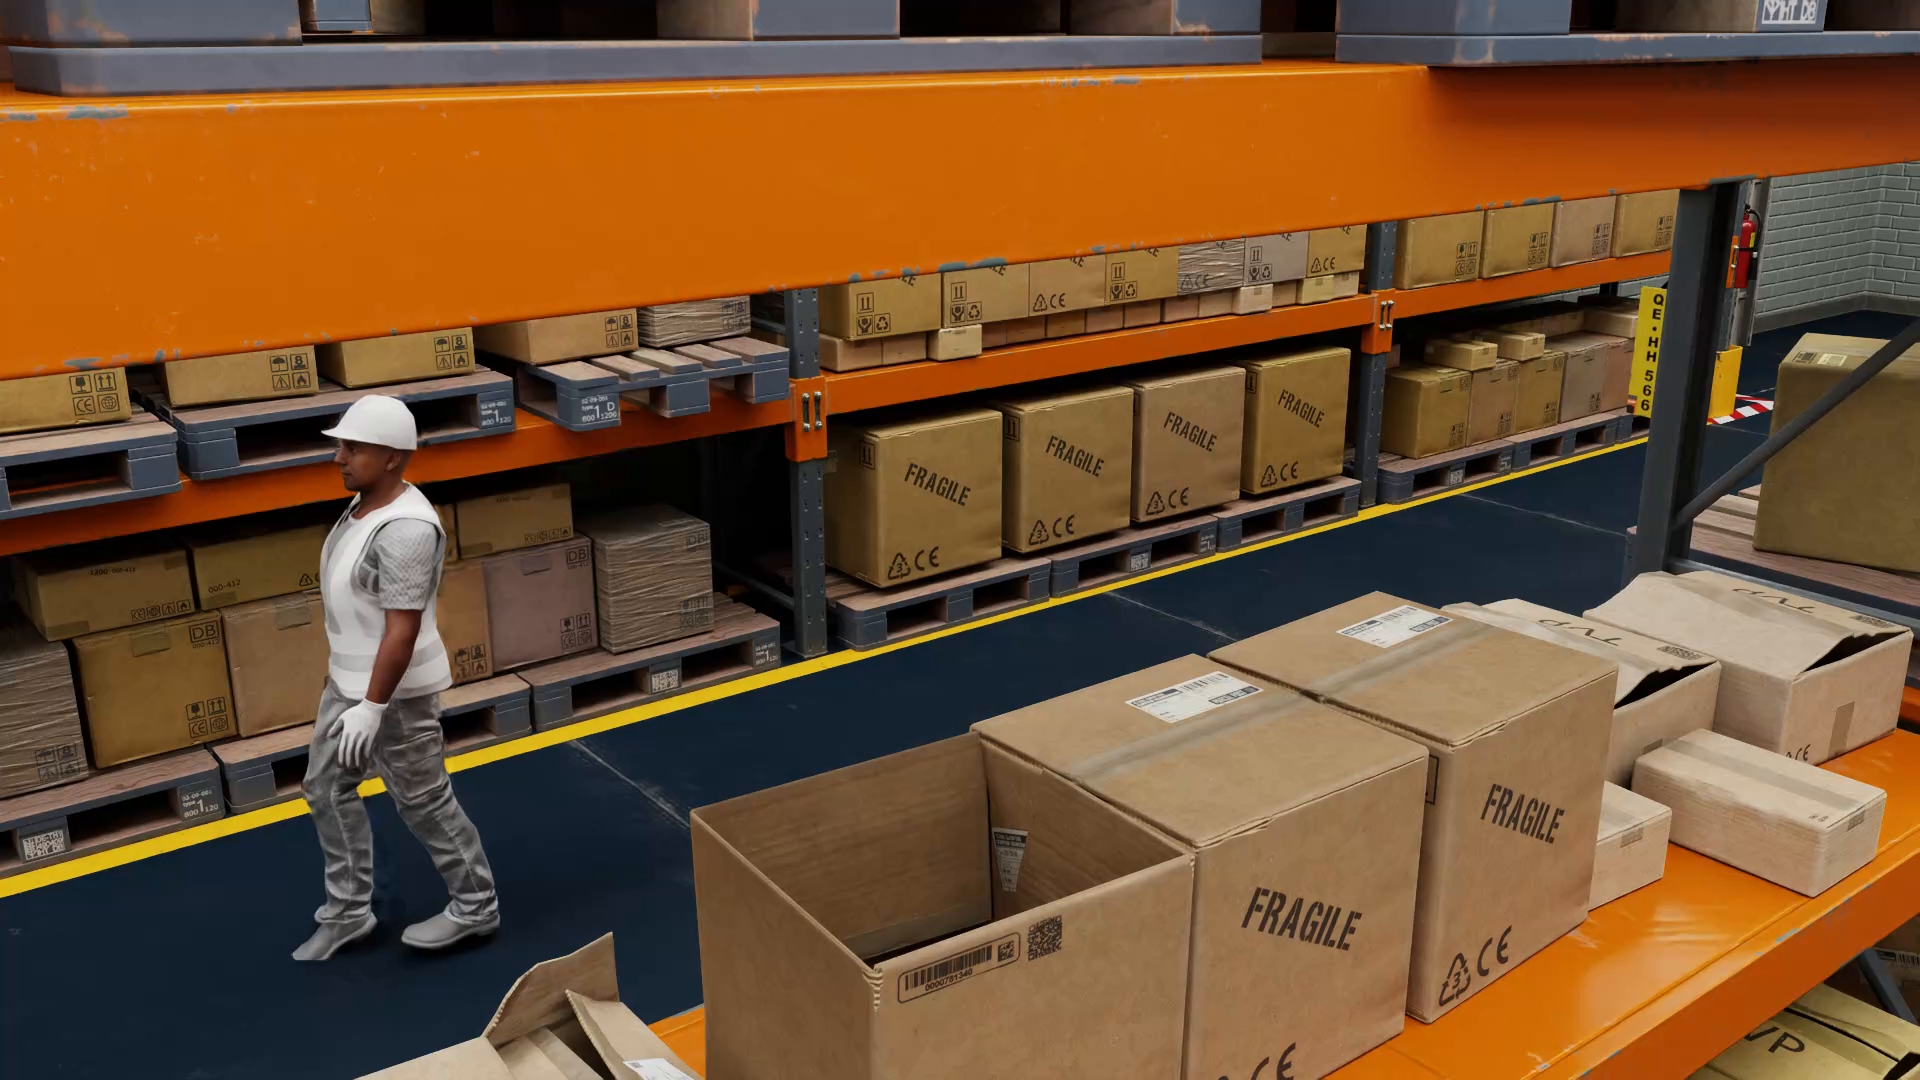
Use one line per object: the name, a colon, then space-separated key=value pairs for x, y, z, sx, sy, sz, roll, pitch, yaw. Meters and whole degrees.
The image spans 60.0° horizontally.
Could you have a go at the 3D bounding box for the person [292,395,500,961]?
person: x=-1.793 y=0.480 z=5.048 sx=0.626 sy=1.846 sz=0.602 roll=-10 pitch=20 yaw=-29
